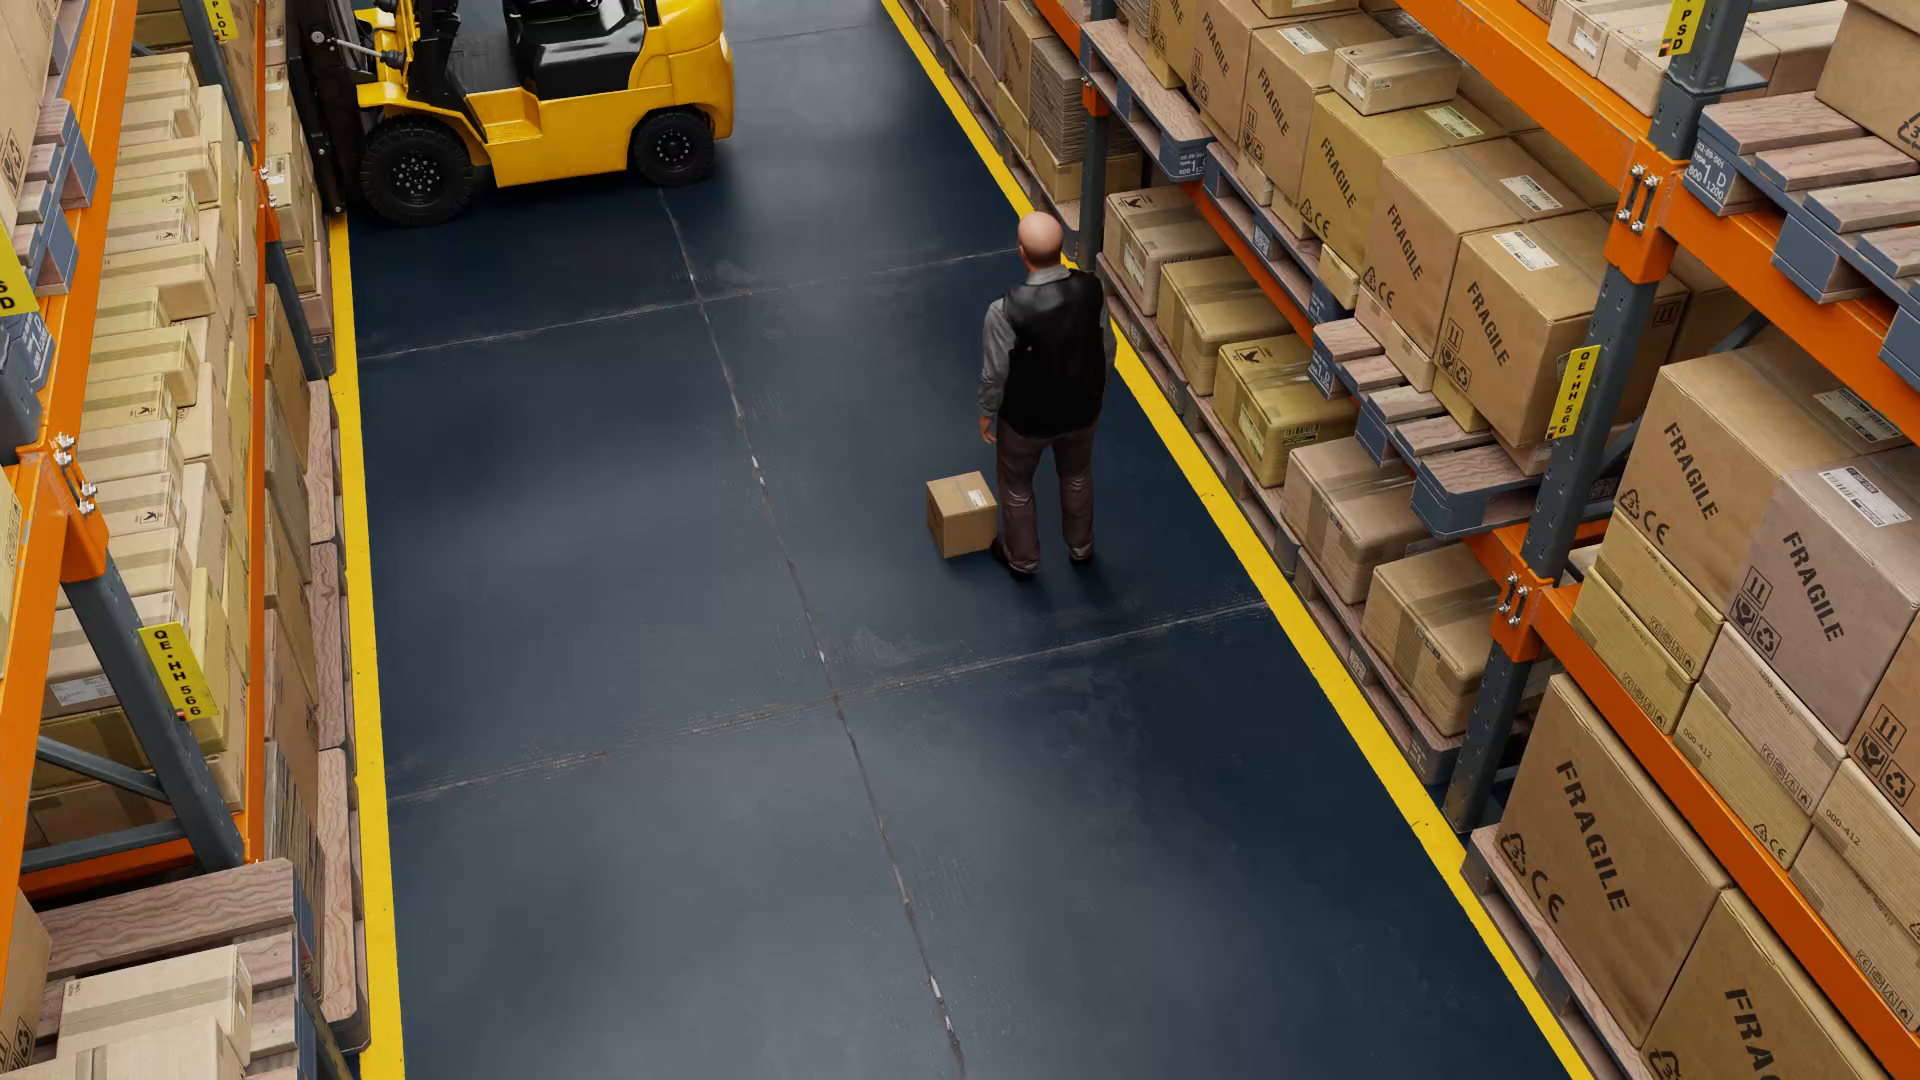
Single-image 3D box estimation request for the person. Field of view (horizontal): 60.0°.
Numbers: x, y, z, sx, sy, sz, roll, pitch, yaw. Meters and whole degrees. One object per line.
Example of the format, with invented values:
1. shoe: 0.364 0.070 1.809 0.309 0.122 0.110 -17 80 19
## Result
1. person: 0.354 -0.537 6.776 0.588 1.720 0.420 -14 44 -15
